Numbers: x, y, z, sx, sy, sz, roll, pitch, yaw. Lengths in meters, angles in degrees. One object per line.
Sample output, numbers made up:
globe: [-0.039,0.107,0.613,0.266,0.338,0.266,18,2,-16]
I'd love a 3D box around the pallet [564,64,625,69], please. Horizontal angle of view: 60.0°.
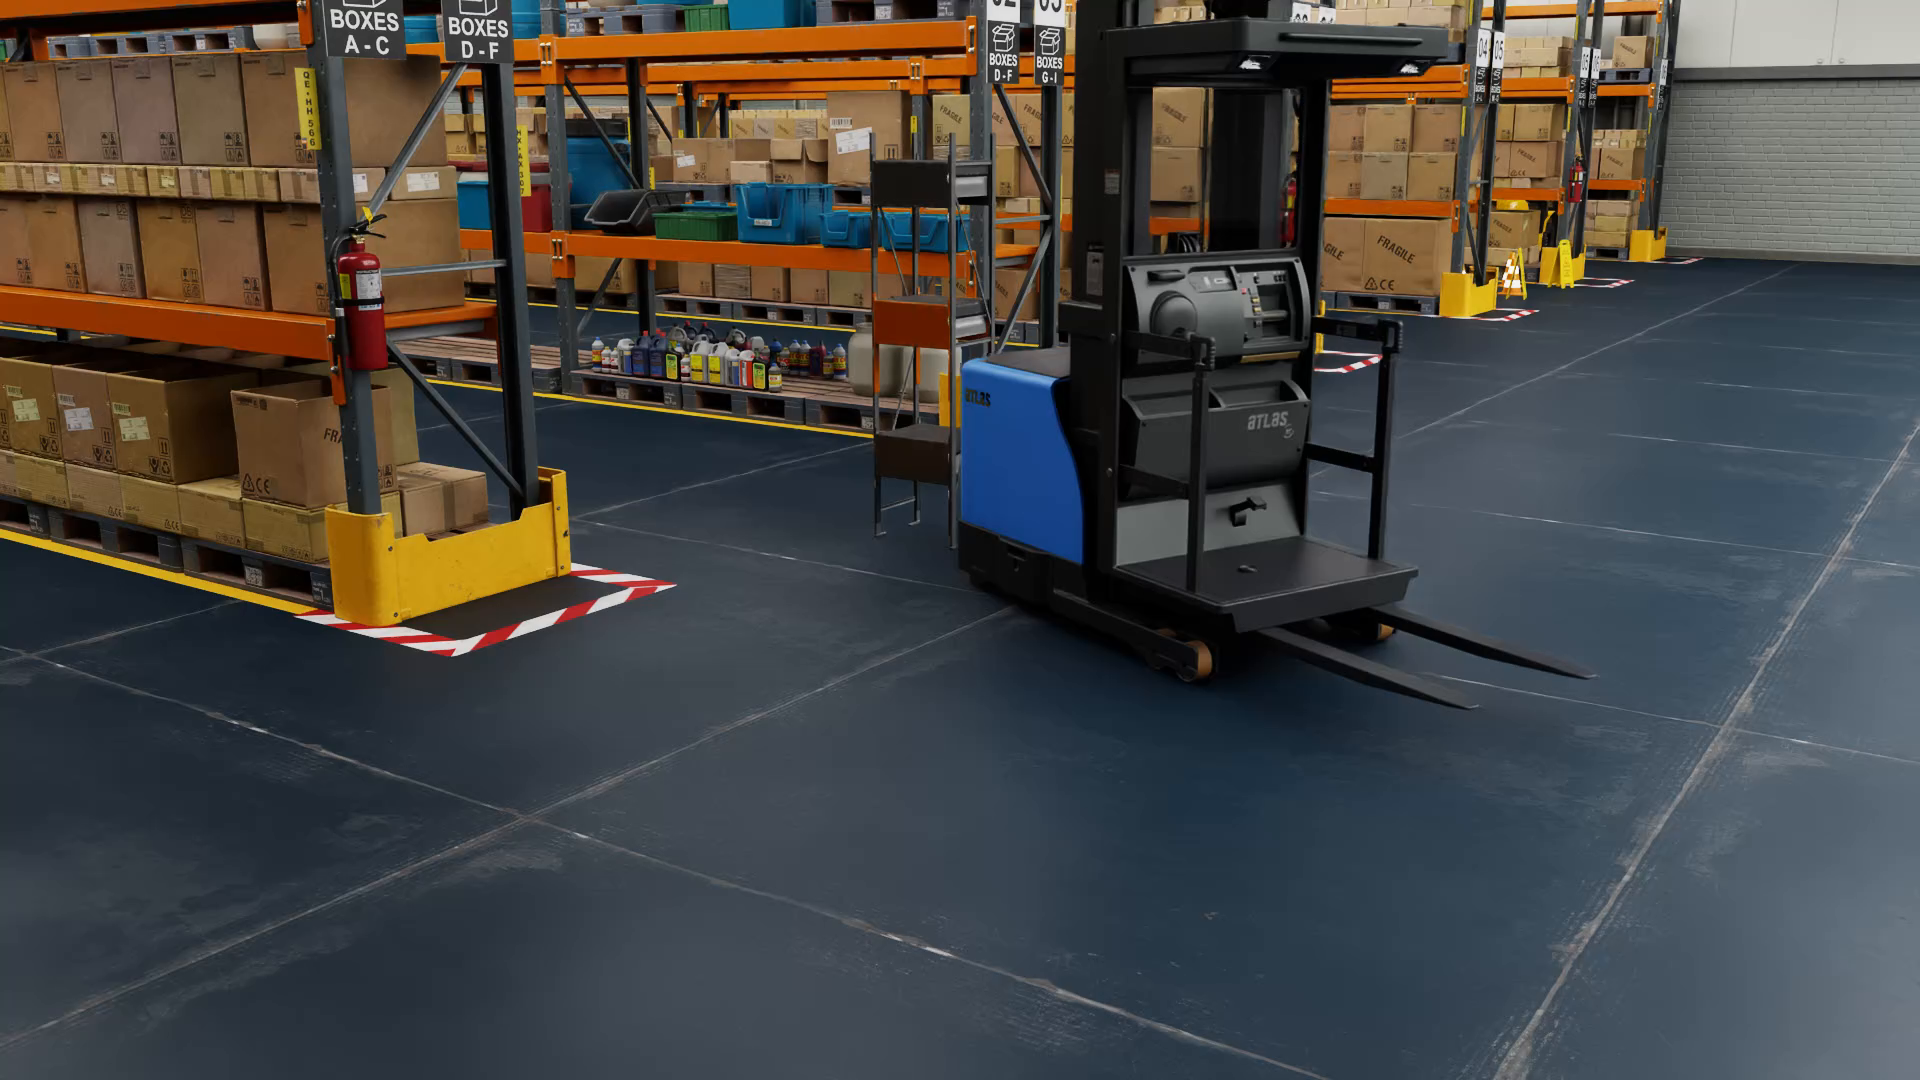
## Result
pallet: [-4.048,-5.699,19.754,1.003,0.211,1.213,10,17,35]

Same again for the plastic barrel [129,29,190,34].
plastic barrel: [-8.066,-5.513,16.691,0.708,0.901,0.600,9,17,33]

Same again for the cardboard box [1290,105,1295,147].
cardboard box: [2.850,-3.993,15.801,0.500,0.500,0.500,9,17,33]

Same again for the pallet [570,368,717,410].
pallet: [-2.395,-1.283,13.567,1.213,0.211,1.003,9,17,33]

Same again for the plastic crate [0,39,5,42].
plastic crate: [-10.445,-5.422,18.512,0.590,0.269,0.497,9,17,33]

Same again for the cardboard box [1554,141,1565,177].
cardboard box: [8.447,-5.474,23.866,0.500,0.500,0.500,9,16,32]

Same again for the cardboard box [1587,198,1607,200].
cardboard box: [10.743,-5.675,28.274,0.500,0.250,0.500,9,17,33]

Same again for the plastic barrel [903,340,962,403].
plastic barrel: [-0.199,-1.268,12.006,0.421,0.512,0.421,0,14,0]

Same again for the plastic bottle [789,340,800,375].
plastic bottle: [-1.308,-1.452,13.210,0.097,0.271,0.097,0,14,0]

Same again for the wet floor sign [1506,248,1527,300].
wet floor sign: [7.135,-3.410,21.254,0.232,0.644,0.267,6,15,23]

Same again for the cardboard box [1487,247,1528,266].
cardboard box: [7.844,-4.089,23.948,0.500,0.250,0.500,9,17,33]

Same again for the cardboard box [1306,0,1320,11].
cardboard box: [4.272,-6.317,19.639,0.250,0.149,0.380,9,17,33]

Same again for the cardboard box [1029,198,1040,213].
cardboard box: [0.897,-3.349,16.633,0.250,0.149,0.380,9,17,33]

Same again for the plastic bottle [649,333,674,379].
plastic bottle: [-2.334,-1.446,13.021,0.185,0.351,0.144,8,16,30]

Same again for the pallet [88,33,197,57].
pallet: [-7.919,-4.935,16.668,1.213,0.211,1.003,9,17,33]

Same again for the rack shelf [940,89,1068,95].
rack shelf: [0.387,-7.610,28.577,4.000,0.370,1.077,9,17,33]

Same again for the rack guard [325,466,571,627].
rack guard: [-2.357,0.005,7.762,0.348,0.500,1.175,9,17,33]

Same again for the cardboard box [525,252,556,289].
cardboard box: [-4.780,-3.649,20.870,0.875,0.875,1.225,9,17,33]

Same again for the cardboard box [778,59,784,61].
cardboard box: [-2.118,-5.496,18.851,0.500,0.250,0.500,10,17,34]

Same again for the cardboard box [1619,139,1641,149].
cardboard box: [11.008,-6.506,27.306,0.250,0.149,0.380,9,17,34]

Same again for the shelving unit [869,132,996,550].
shelving unit: [-0.137,-1.041,8.661,0.503,2.100,0.431,9,17,33]

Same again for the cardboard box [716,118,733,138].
cardboard box: [-4.352,-7.721,31.480,0.500,0.500,0.500,9,16,32]

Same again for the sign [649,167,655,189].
sign: [-2.613,-2.978,14.033,0.005,0.325,0.100,9,17,33]

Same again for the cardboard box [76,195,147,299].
cardboard box: [-4.044,-1.532,8.562,0.500,0.500,0.700,10,17,34]

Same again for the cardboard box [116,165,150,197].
cardboard box: [-3.876,-1.761,8.138,0.250,0.149,0.380,10,17,34]

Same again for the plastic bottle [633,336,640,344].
plastic bottle: [-2.567,-1.483,13.310,0.133,0.283,0.061,9,17,33]

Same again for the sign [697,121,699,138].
sign: [-3.189,-4.892,20.098,0.005,0.325,0.100,9,17,33]

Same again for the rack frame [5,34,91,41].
rack frame: [-9.567,-6.720,17.242,0.127,3.000,1.000,9,17,33]

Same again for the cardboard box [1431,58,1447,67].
cardboard box: [6.840,-6.908,23.938,0.500,0.250,0.500,9,17,33]

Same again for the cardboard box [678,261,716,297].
cardboard box: [-2.917,-3.173,19.686,0.500,0.500,0.700,8,16,30]

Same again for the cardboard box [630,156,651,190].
cardboard box: [-4.032,-4.324,19.841,0.500,0.500,0.500,10,17,35]

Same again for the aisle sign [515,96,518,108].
aisle sign: [-7.498,-7.519,27.546,0.004,0.787,0.394,9,17,33]

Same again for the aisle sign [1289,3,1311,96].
aisle sign: [3.038,-4.380,14.864,0.004,0.787,0.394,9,17,33]

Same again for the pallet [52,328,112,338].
pallet: [-8.950,-2.343,17.847,1.213,0.211,1.003,9,17,33]

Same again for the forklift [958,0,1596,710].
forklift: [1.195,-0.989,6.719,1.130,2.935,3.031,-9,16,-31]

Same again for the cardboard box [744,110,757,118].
cardboard box: [-3.814,-7.943,31.031,0.250,0.149,0.380,9,16,31]

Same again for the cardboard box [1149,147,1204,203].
cardboard box: [2.232,-3.501,15.898,0.500,0.500,0.875,9,17,33]

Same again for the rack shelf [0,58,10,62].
rack shelf: [-11.227,-5.183,18.773,4.000,0.370,1.077,9,17,33]

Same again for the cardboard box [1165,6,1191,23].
cardboard box: [2.090,-4.840,15.373,0.250,0.149,0.380,9,17,33]

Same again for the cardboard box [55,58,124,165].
cardboard box: [-4.075,-2.166,8.423,0.500,0.500,0.700,9,17,33]

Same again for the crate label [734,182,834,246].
crate label: [-1.288,-2.409,12.237,0.616,0.435,0.502,9,17,33]

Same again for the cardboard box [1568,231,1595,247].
cardboard box: [10.479,-5.090,27.991,0.500,0.250,0.500,9,17,33]

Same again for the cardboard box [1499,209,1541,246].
cardboard box: [8.150,-4.562,24.296,0.500,0.500,0.500,9,16,31]

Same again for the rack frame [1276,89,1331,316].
rack frame: [3.154,-3.186,15.452,0.127,3.000,1.000,9,17,33]

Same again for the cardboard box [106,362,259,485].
cardboard box: [-3.826,-0.588,8.245,0.500,0.500,0.500,9,17,33]

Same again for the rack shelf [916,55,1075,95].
rack shelf: [1.495,-4.561,16.261,4.000,0.370,1.077,9,17,33]

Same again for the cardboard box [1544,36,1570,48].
cardboard box: [8.240,-6.870,22.953,0.250,0.149,0.380,9,17,33]

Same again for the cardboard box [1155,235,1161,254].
cardboard box: [2.122,-3.875,22.043,0.750,0.750,1.050,9,17,33]

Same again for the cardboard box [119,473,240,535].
cardboard box: [-3.825,-0.225,8.338,0.500,0.250,0.500,9,17,33]

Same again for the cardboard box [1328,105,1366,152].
cardboard box: [4.823,-4.974,20.113,0.550,0.550,0.875,9,17,33]

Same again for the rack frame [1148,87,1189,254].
rack frame: [2.687,-4.698,21.559,0.127,3.000,1.000,9,17,33]

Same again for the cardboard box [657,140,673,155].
cardboard box: [-4.510,-5.972,25.880,0.500,0.500,0.500,9,17,33]
